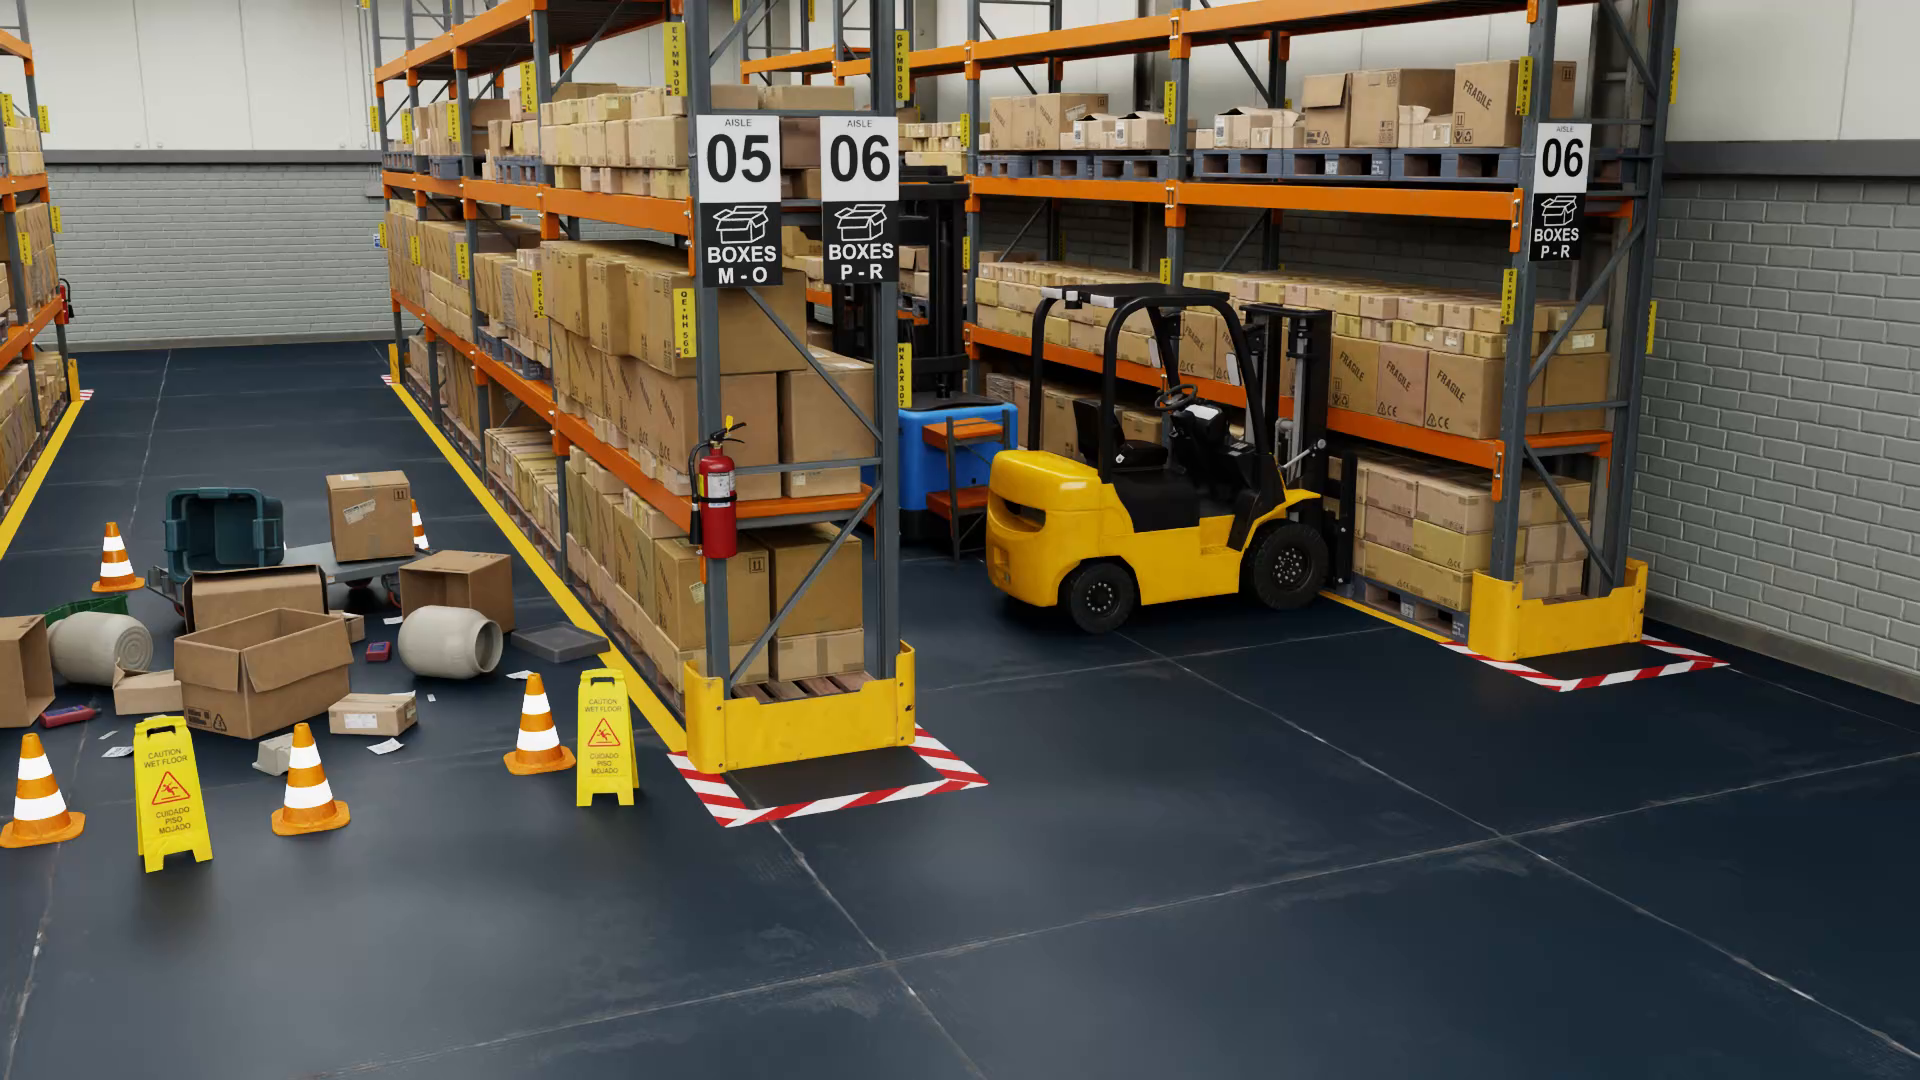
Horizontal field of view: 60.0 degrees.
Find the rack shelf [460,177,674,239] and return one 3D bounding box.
[{"bbox_3d":[-3.193,-2.709,13.366,1.077,0.370,4.000,-6,14,-23],"label":"rack shelf"}]

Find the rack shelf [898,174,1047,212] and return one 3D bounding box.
[{"bbox_3d":[-0.249,-3.985,18.878,1.077,0.370,4.000,-6,14,-23],"label":"rack shelf"}]

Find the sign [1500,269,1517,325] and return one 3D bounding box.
[{"bbox_3d":[3.254,-1.441,9.851,0.100,0.325,0.005,-6,14,-23],"label":"sign"}]

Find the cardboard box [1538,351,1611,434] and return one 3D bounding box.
[{"bbox_3d":[3.813,-0.984,10.747,0.500,0.500,0.500,-5,14,-21],"label":"cardboard box"}]

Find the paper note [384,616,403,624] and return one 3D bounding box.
[{"bbox_3d":[-3.743,0.525,11.034,0.148,0.019,0.142,-6,14,-23],"label":"paper note"}]

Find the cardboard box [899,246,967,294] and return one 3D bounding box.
[{"bbox_3d":[-0.271,-3.036,18.675,0.797,0.503,0.637,-6,14,-24],"label":"cardboard box"}]

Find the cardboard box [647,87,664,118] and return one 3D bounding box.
[{"bbox_3d":[-1.383,-2.237,8.520,0.380,0.149,0.250,-6,14,-24],"label":"cardboard box"}]

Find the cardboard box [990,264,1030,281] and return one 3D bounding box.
[{"bbox_3d":[0.518,-2.678,16.628,0.380,0.149,0.250,-5,14,-22],"label":"cardboard box"}]

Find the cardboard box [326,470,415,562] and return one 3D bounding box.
[{"bbox_3d":[-4.011,-0.169,11.313,0.500,0.500,0.500,-6,14,-23],"label":"cardboard box"}]

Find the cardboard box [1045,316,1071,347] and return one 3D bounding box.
[{"bbox_3d":[1.122,-1.956,15.503,0.500,0.250,0.500,-5,14,-21],"label":"cardboard box"}]

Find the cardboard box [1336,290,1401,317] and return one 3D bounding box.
[{"bbox_3d":[2.817,-1.627,11.428,0.380,0.149,0.250,-5,14,-22],"label":"cardboard box"}]

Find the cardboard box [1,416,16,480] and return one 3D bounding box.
[{"bbox_3d":[-8.744,-0.803,14.800,0.500,0.500,0.500,-5,14,-22],"label":"cardboard box"}]

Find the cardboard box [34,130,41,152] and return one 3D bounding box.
[{"bbox_3d":[-11.276,-4.756,19.839,0.500,0.250,0.500,-6,14,-25],"label":"cardboard box"}]

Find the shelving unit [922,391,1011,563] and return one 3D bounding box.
[{"bbox_3d":[-0.035,-0.516,13.034,0.538,1.125,1.048,-9,16,-21],"label":"shelving unit"}]

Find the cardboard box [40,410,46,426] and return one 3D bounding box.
[{"bbox_3d":[-9.943,-1.290,17.682,0.380,0.149,0.250,-6,14,-25],"label":"cardboard box"}]

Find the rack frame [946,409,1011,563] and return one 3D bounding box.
[{"bbox_3d":[0.161,-0.407,12.577,0.500,1.125,0.032,-9,16,-21],"label":"rack frame"}]

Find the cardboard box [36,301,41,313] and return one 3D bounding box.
[{"bbox_3d":[-10.477,-2.603,18.523,0.380,0.149,0.250,-5,14,-20],"label":"cardboard box"}]

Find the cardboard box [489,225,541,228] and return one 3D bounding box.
[{"bbox_3d":[-4.567,-2.986,17.179,0.500,0.500,0.500,-5,14,-22],"label":"cardboard box"}]

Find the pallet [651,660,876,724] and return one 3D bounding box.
[{"bbox_3d":[-1.113,0.813,9.389,1.003,0.211,1.213,-6,14,-23],"label":"pallet"}]

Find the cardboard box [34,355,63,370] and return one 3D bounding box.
[{"bbox_3d":[-10.982,-2.116,19.933,0.380,0.149,0.250,-6,14,-24],"label":"cardboard box"}]

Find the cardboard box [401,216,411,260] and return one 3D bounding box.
[{"bbox_3d":[-6.447,-3.656,20.076,0.500,0.500,0.500,-5,14,-22],"label":"cardboard box"}]

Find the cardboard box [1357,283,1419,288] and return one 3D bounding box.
[{"bbox_3d":[3.116,-1.783,12.100,0.380,0.149,0.250,-5,14,-21],"label":"cardboard box"}]

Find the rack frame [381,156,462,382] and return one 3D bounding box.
[{"bbox_3d":[-7.199,-3.664,22.550,1.000,3.000,0.127,-6,14,-23],"label":"rack frame"}]

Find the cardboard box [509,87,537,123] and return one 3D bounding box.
[{"bbox_3d":[-3.170,-3.339,12.783,0.500,0.250,0.500,-5,14,-22],"label":"cardboard box"}]

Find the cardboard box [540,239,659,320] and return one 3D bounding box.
[{"bbox_3d":[-2.414,-1.755,11.203,0.700,0.500,0.500,-6,14,-24],"label":"cardboard box"}]

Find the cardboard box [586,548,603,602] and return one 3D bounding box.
[{"bbox_3d":[-2.179,0.205,10.997,0.500,0.250,0.500,-5,14,-20],"label":"cardboard box"}]

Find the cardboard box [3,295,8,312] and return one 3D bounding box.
[{"bbox_3d":[-9.646,-2.334,16.430,0.380,0.149,0.250,-6,14,-23],"label":"cardboard box"}]

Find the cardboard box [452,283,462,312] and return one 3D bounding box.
[{"bbox_3d":[-4.630,-2.365,16.159,0.500,0.250,0.500,-6,14,-24],"label":"cardboard box"}]

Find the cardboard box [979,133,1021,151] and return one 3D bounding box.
[{"bbox_3d":[0.414,-3.962,16.549,0.380,0.166,0.250,-6,14,-23],"label":"cardboard box"}]

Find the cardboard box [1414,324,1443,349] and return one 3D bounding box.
[{"bbox_3d":[3.184,-1.328,10.796,0.380,0.149,0.250,-5,14,-22],"label":"cardboard box"}]

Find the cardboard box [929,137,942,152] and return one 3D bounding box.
[{"bbox_3d":[-0.118,-4.254,17.894,0.380,0.149,0.250,-6,14,-23],"label":"cardboard box"}]

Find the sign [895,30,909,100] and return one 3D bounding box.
[{"bbox_3d":[-0.293,-2.295,8.043,0.100,0.325,0.005,-6,14,-23],"label":"sign"}]

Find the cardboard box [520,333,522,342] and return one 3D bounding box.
[{"bbox_3d":[-3.247,-1.561,13.087,0.380,0.149,0.250,-6,14,-23],"label":"cardboard box"}]

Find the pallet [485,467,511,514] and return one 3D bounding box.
[{"bbox_3d":[-3.683,-0.491,15.025,1.003,0.211,1.213,-6,14,-23],"label":"pallet"}]

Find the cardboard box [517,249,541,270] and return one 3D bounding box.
[{"bbox_3d":[-3.203,-2.170,12.843,0.380,0.149,0.250,-6,14,-25],"label":"cardboard box"}]

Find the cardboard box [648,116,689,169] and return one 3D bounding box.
[{"bbox_3d":[-1.242,-1.973,8.264,0.500,0.250,0.500,-6,14,-24],"label":"cardboard box"}]

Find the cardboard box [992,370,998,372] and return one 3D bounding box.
[{"bbox_3d":[0.462,-1.663,18.515,0.500,0.500,0.500,-6,14,-23],"label":"cardboard box"}]

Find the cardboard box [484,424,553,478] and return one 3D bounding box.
[{"bbox_3d":[-3.777,-0.818,15.150,0.950,0.372,0.625,-7,15,-27],"label":"cardboard box"}]

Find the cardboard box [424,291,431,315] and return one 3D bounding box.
[{"bbox_3d":[-5.662,-2.650,18.501,0.500,0.250,0.500,-6,14,-24],"label":"cardboard box"}]

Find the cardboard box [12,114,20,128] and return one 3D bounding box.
[{"bbox_3d":[-10.469,-4.554,18.081,0.380,0.149,0.250,-5,14,-20],"label":"cardboard box"}]

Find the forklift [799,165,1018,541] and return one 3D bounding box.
[{"bbox_3d":[-0.682,-1.700,14.215,1.130,2.935,3.031,-7,15,-29],"label":"forklift"}]

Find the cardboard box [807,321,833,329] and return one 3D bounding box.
[{"bbox_3d":[-2.187,-2.785,23.364,0.700,0.500,0.500,-5,14,-21],"label":"cardboard box"}]

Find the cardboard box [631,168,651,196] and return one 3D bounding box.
[{"bbox_3d":[-1.578,-1.958,9.083,0.380,0.149,0.250,-6,14,-23],"label":"cardboard box"}]

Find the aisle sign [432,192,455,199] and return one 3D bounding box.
[{"bbox_3d":[-6.944,-4.974,22.442,0.394,0.787,0.004,-6,14,-23],"label":"aisle sign"}]

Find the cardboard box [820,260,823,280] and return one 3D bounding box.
[{"bbox_3d":[-1.478,-3.442,21.263,0.500,0.250,0.500,-5,14,-22],"label":"cardboard box"}]

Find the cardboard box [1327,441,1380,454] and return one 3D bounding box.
[{"bbox_3d":[2.669,-0.541,12.003,0.500,0.250,0.500,-6,14,-24],"label":"cardboard box"}]

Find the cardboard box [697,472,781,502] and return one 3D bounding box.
[{"bbox_3d":[-1.136,-0.294,8.546,0.380,0.149,0.250,-5,14,-21],"label":"cardboard box"}]

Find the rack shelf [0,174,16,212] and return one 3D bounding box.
[{"bbox_3d":[-9.291,-3.068,14.915,1.077,0.370,4.000,-6,14,-23],"label":"rack shelf"}]

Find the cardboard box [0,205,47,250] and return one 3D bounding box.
[{"bbox_3d":[-10.863,-3.594,19.146,0.500,0.500,0.500,-5,14,-20],"label":"cardboard box"}]

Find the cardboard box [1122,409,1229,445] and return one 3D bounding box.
[{"bbox_3d":[1.935,-0.789,14.460,0.875,0.625,0.625,-5,14,-20],"label":"cardboard box"}]

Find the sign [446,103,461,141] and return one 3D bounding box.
[{"bbox_3d":[-4.506,-3.715,14.794,0.100,0.325,0.005,-6,14,-23],"label":"sign"}]

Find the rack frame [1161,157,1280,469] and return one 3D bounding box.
[{"bbox_3d":[2.155,-1.634,13.779,1.000,3.000,0.127,-6,14,-23],"label":"rack frame"}]

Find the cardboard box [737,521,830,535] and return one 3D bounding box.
[{"bbox_3d":[-1.083,0.107,9.760,0.500,0.500,0.500,-6,14,-25],"label":"cardboard box"}]

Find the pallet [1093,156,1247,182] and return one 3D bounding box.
[{"bbox_3d":[1.789,-3.184,14.244,0.805,0.209,1.217,-6,14,-25],"label":"pallet"}]

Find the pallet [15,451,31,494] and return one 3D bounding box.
[{"bbox_3d":[-9.286,-0.598,15.487,1.003,0.211,1.213,-6,14,-23],"label":"pallet"}]

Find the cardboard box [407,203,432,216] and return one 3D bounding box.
[{"bbox_3d":[-6.466,-3.995,20.099,0.380,0.149,0.250,-6,14,-24],"label":"cardboard box"}]
